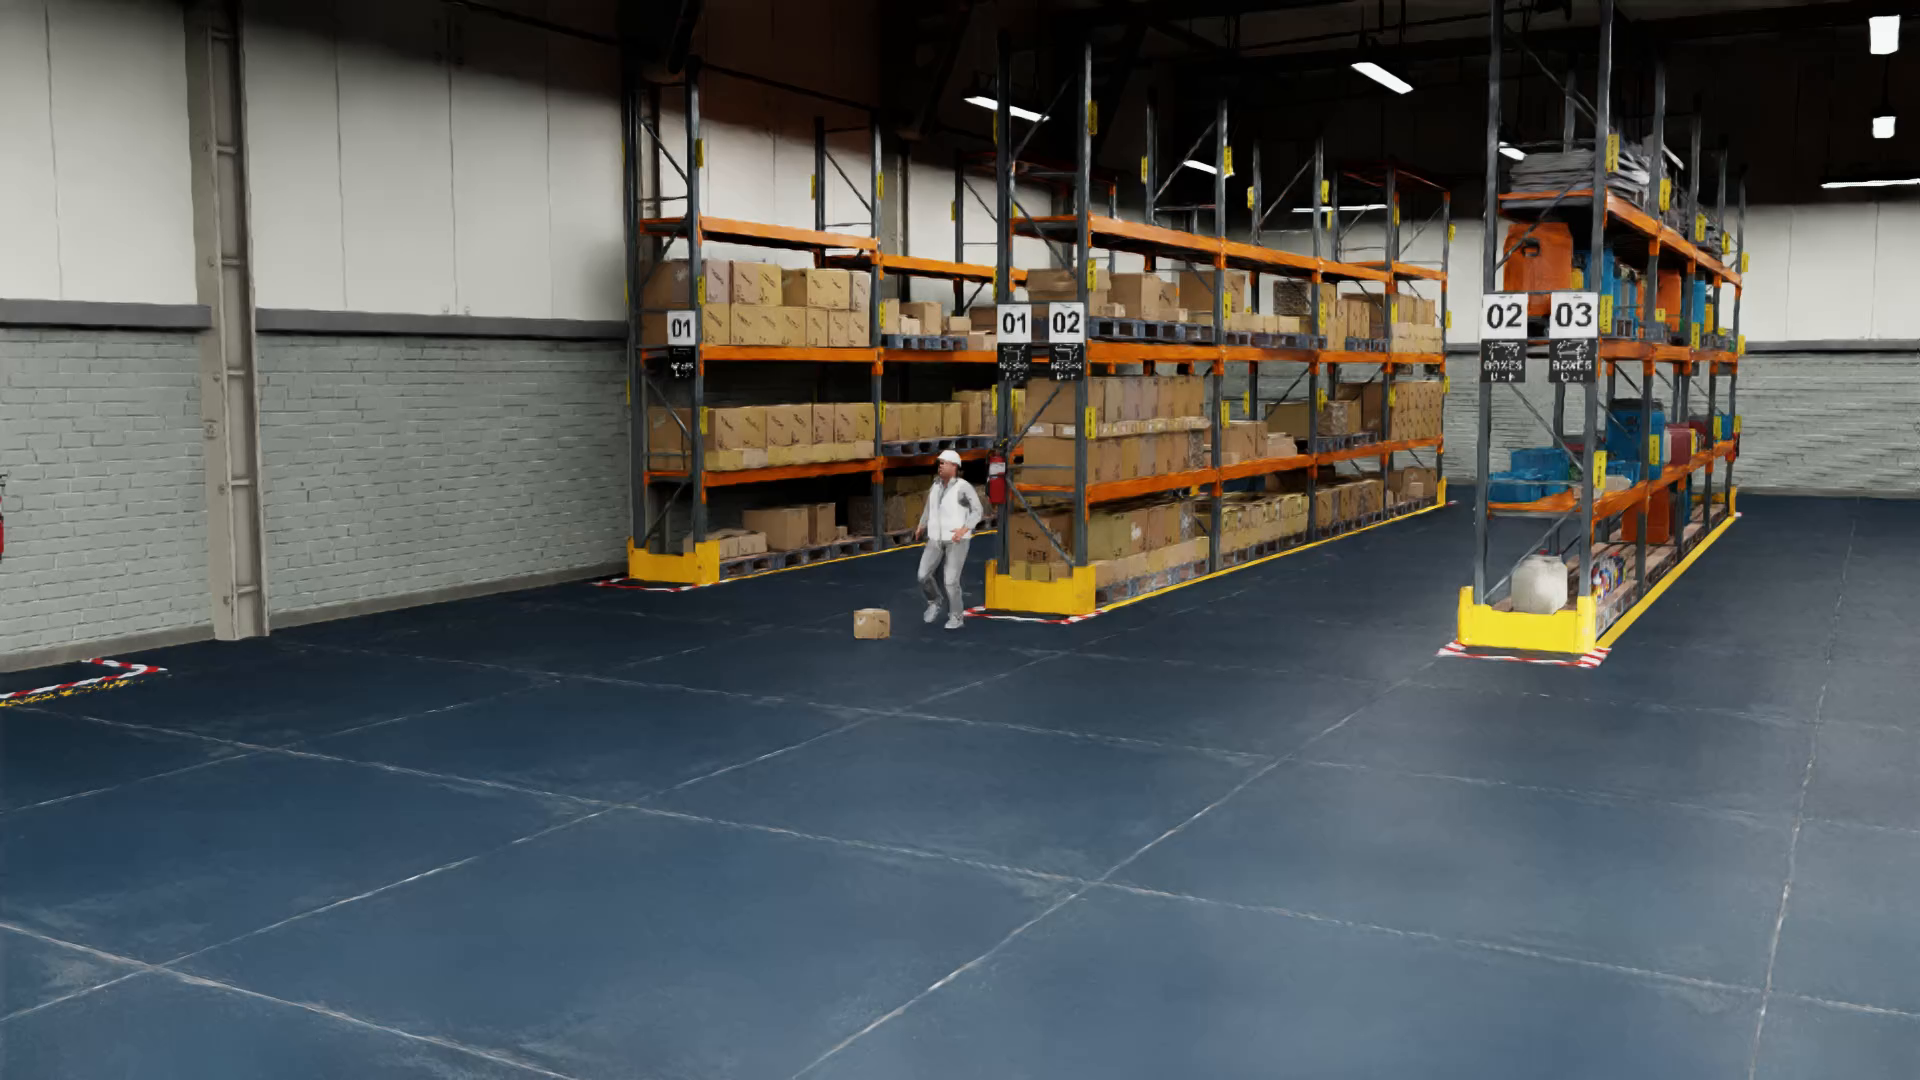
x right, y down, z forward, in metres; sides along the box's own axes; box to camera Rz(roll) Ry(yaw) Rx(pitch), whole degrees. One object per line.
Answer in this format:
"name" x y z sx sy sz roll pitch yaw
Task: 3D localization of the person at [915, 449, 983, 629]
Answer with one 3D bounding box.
"person" -0.129 -0.005 16.208 0.716 1.748 0.503 3 7 29
